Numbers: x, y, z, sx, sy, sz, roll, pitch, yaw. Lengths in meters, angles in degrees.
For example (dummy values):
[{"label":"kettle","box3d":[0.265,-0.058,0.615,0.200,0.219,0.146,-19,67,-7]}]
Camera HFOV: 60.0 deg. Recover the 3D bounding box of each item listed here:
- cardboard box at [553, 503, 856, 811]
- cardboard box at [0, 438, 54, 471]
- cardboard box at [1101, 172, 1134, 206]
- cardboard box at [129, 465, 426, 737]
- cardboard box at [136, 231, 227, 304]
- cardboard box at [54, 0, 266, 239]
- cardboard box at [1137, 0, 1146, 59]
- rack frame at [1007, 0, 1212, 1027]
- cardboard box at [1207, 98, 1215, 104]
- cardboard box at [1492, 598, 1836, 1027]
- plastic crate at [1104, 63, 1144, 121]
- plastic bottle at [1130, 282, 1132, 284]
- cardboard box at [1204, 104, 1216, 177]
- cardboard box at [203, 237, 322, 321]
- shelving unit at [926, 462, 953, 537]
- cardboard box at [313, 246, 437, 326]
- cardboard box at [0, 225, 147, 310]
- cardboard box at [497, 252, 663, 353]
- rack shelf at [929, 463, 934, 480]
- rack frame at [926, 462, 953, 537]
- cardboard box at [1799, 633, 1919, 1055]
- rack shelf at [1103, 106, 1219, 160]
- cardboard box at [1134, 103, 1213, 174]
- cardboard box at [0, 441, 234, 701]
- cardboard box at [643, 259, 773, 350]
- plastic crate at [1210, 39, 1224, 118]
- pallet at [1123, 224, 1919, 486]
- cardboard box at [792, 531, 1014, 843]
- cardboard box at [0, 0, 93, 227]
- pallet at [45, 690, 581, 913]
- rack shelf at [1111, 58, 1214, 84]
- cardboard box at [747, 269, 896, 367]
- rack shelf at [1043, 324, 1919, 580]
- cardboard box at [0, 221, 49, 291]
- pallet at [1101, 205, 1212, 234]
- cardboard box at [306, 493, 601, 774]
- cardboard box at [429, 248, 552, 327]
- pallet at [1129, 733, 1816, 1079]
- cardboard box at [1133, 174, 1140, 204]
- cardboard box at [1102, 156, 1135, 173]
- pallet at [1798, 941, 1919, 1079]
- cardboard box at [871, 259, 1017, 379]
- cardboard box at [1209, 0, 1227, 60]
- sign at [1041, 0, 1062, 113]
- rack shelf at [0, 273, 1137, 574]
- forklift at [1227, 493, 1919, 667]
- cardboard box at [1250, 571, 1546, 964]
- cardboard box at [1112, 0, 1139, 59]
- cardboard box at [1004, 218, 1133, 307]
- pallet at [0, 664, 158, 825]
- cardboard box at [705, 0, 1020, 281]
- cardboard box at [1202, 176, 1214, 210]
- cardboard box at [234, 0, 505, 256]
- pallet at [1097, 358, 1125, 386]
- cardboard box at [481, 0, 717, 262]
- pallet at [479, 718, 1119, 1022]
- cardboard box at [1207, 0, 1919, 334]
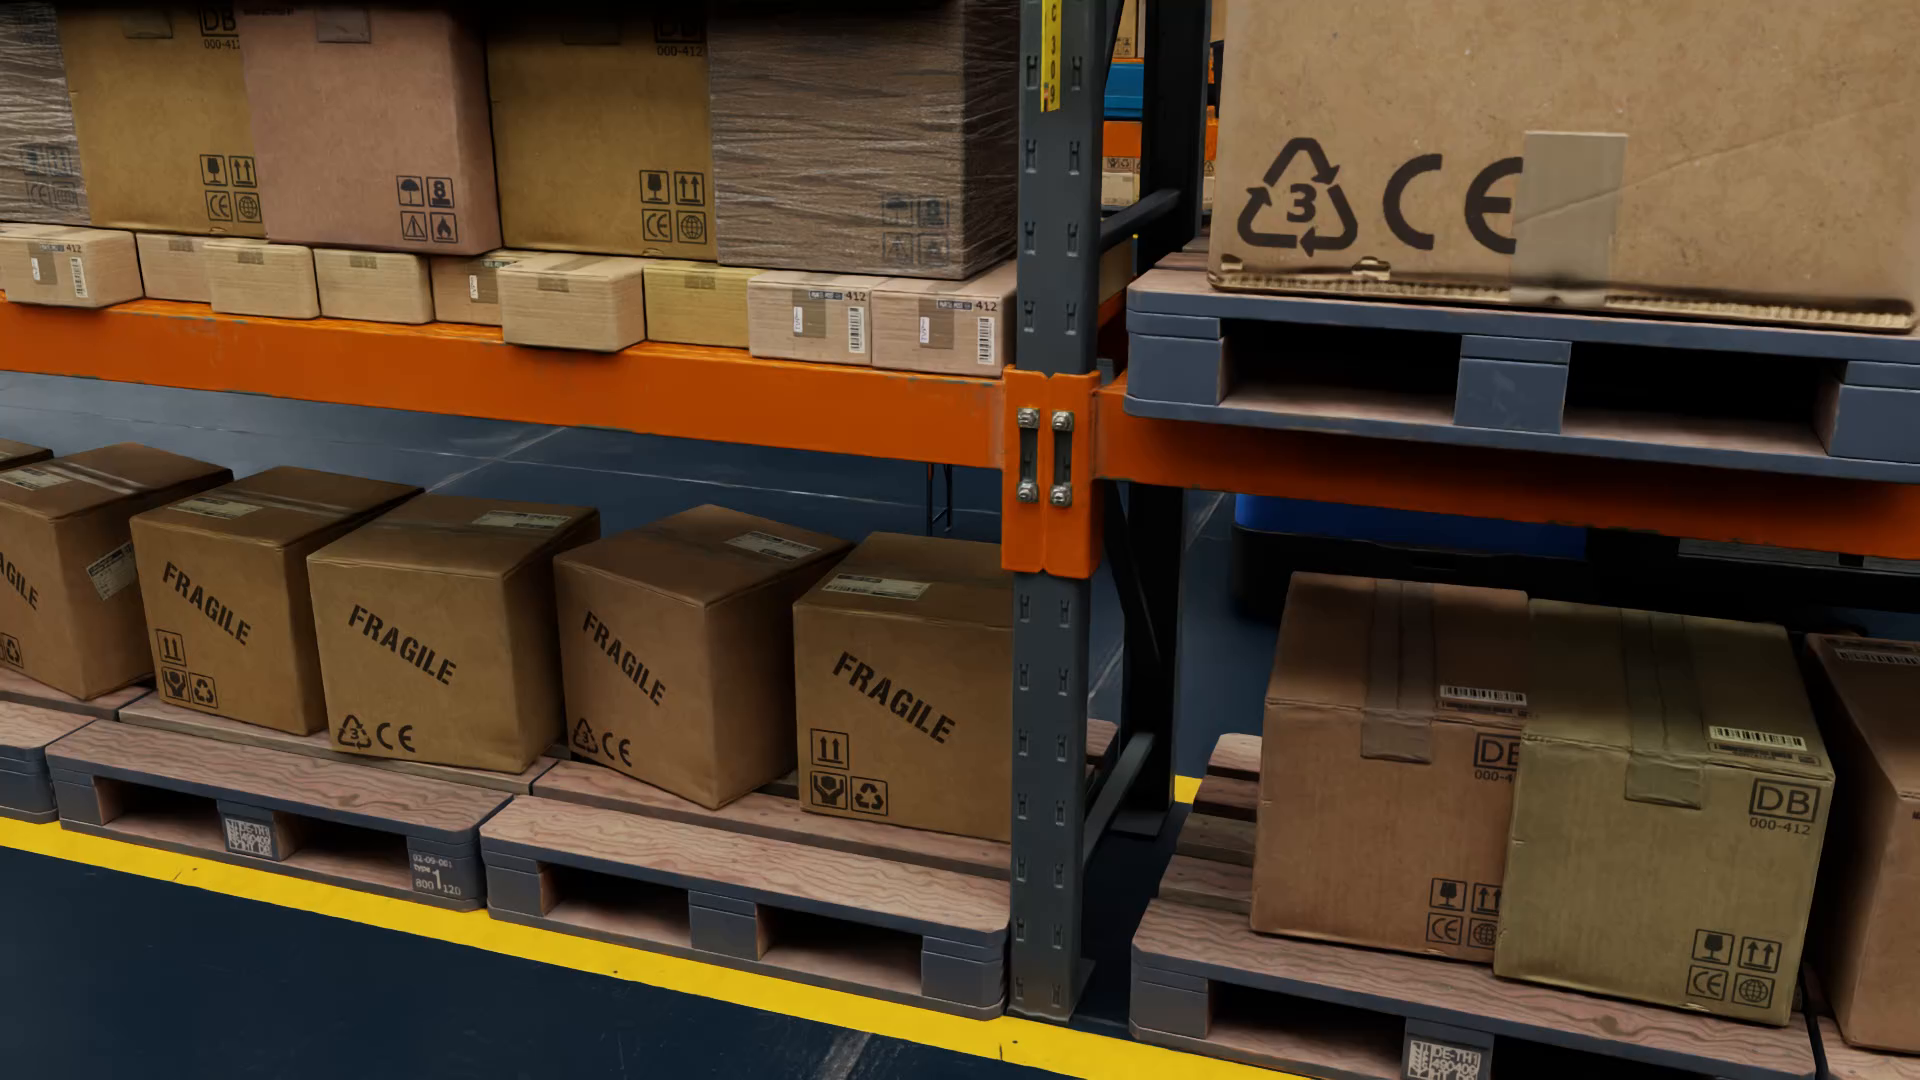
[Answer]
[{"label":"cardboard box","box3d":[-0.590,0.256,3.945,0.500,0.500,0.500,14,24,35]},{"label":"cardboard box","box3d":[-2.876,0.011,4.646,0.500,0.500,0.500,11,22,28]},{"label":"cardboard box","box3d":[1.174,-2.789,13.059,0.500,0.250,0.500,7,20,18]},{"label":"cardboard box","box3d":[-1.715,0.139,4.281,0.500,0.500,0.500,9,21,23]},{"label":"cardboard box","box3d":[-1.604,-0.642,3.742,0.250,0.149,0.380,7,20,18]},{"label":"cardboard box","box3d":[-1.511,-1.021,3.845,0.500,0.500,0.875,7,20,18]},{"label":"cardboard box","box3d":[1.694,-3.949,12.697,0.500,0.500,0.700,7,20,20]},{"label":"rack frame","box3d":[0.318,-0.611,3.273,0.127,3.000,1.000,7,20,18]},{"label":"cardboard box","box3d":[1.820,-3.254,13.254,0.500,0.500,0.500,7,20,18]},{"label":"cardboard box","box3d":[1.336,0.492,3.238,0.500,0.500,0.700,6,20,18]},{"label":"plastic crate","box3d":[0.809,-2.116,7.816,0.616,0.251,0.499,7,20,18]},{"label":"plastic bottle","box3d":[0.879,-1.312,8.866,0.097,0.201,0.097,0,19,0]},{"label":"cardboard box","box3d":[2.121,-3.038,12.633,0.500,0.500,0.500,7,20,18]},{"label":"cardboard box","box3d":[-1.393,-0.591,3.596,0.250,0.149,0.380,7,20,18]},{"label":"shelving unit","box3d":[0.156,-0.549,5.827,0.503,1.200,0.258,7,20,18]},{"label":"cardboard box","box3d":[-1.146,-0.575,3.550,0.250,0.149,0.380,7,20,18]},{"label":"cardboard box","box3d":[-1.884,-0.628,3.701,0.250,0.149,0.380,7,20,18]},{"label":"cardboard box","box3d":[-0.703,-0.492,3.314,0.250,0.149,0.380,7,20,18]},{"label":"rack shelf","box3d":[0.156,-0.298,5.915,0.480,0.148,0.258,7,20,18]},{"label":"rack frame","box3d":[-0.074,-0.575,5.903,0.015,1.200,0.240,7,20,18]},{"label":"cardboard box","box3d":[1.864,0.552,3.065,0.500,0.500,0.700,5,20,13]},{"label":"rack shelf","box3d":[0.054,-2.028,8.429,4.000,0.370,1.077,7,20,18]},{"label":"cardboard box","box3d":[1.644,-3.087,12.776,0.500,0.500,0.500,7,20,18]},{"label":"cardboard box","box3d":[-2.300,0.065,4.491,0.500,0.500,0.500,13,23,32]},{"label":"cardboard box","box3d":[-0.431,-0.500,3.335,0.250,0.149,0.380,7,20,18]},{"label":"plastic crate","box3d":[1.491,-2.218,7.977,0.504,0.338,0.767,7,20,18]},{"label":"pallet","box3d":[0.993,-0.393,2.938,1.213,0.211,1.003,7,20,18]},{"label":"cardboard box","box3d":[-0.046,0.315,3.775,0.500,0.500,0.500,6,20,16]},{"label":"cardboard box","box3d":[-1.980,-1.079,4.010,0.500,0.500,0.875,7,20,18]},{"label":"pallet","box3d":[-1.484,0.513,4.285,1.213,0.211,1.003,7,20,18]},{"label":"rack shelf","box3d":[1.683,-3.567,12.846,4.000,0.370,1.077,7,20,18]},{"label":"cardboard box","box3d":[-0.214,-0.454,3.204,0.250,0.149,0.380,7,20,18]},{"label":"rack shelf","box3d":[2.208,-0.056,2.771,4.000,0.370,1.077,7,20,18]},{"label":"cardboard box","box3d":[-2.086,-0.687,3.871,0.250,0.149,0.380,7,20,18]},{"label":"pallet","box3d":[1.679,-2.604,13.227,1.213,0.211,1.003,7,20,18]},{"label":"cardboard box","box3d":[-1.202,0.213,4.068,0.500,0.500,0.500,5,20,13]},{"label":"cardboard box","box3d":[-0.896,-0.560,3.509,0.250,0.149,0.380,7,20,18]},{"label":"pallet","box3d":[1.054,0.789,3.492,1.213,0.211,1.003,7,20,18]},{"label":"cardboard box","box3d":[1.644,-2.733,12.900,0.500,0.250,0.500,7,20,18]},{"label":"cardboard box","box3d":[1.177,-3.147,12.946,0.500,0.500,0.500,7,20,18]},{"label":"pallet","box3d":[2.210,0.920,3.115,1.213,0.211,1.003,7,20,18]},{"label":"cardboard box","box3d":[0.019,-0.424,3.118,0.250,0.149,0.380,7,20,18]},{"label":"cardboard box","box3d":[2.179,-3.895,12.540,0.500,0.500,0.700,7,20,19]},{"label":"sign","box3d":[0.147,-0.851,2.644,0.005,0.325,0.100,7,20,18]},{"label":"rack shelf","box3d":[-1.571,-0.488,4.011,4.000,0.370,1.077,7,20,18]},{"label":"forklift","box3d":[2.439,-1.153,4.930,3.031,2.935,1.130,5,20,15]},{"label":"cardboard box","box3d":[0.891,0.434,3.402,0.500,0.500,0.700,5,20,14]},{"label":"cardboard box","box3d":[1.196,-4.005,12.857,0.500,0.500,0.700,7,20,18]},{"label":"cardboard box","box3d":[0.214,-0.609,3.649,0.250,0.149,0.380,7,20,18]},{"label":"pallet","box3d":[-2.633,0.380,4.664,1.213,0.211,1.003,7,20,18]},{"label":"cardboard box","box3d":[-0.087,-0.867,3.402,0.500,0.500,0.875,7,20,18]},{"label":"cardboard box","box3d":[2.117,-2.680,12.746,0.500,0.250,0.500,7,20,18]},{"label":"cardboard box","box3d":[-1.053,-0.954,3.653,0.500,0.500,0.875,7,20,18]},{"label":"pallet","box3d":[1.323,-0.920,8.395,1.213,0.211,1.003,7,20,18]},{"label":"cardboard box","box3d":[-0.547,-0.932,3.588,0.500,0.500,0.875,7,20,18]},{"label":"pallet","box3d":[-0.328,0.644,3.908,1.213,0.211,1.003,7,20,18]},{"label":"cardboard box","box3d":[1.023,-0.964,2.734,1.000,1.000,1.000,7,20,18]}]
